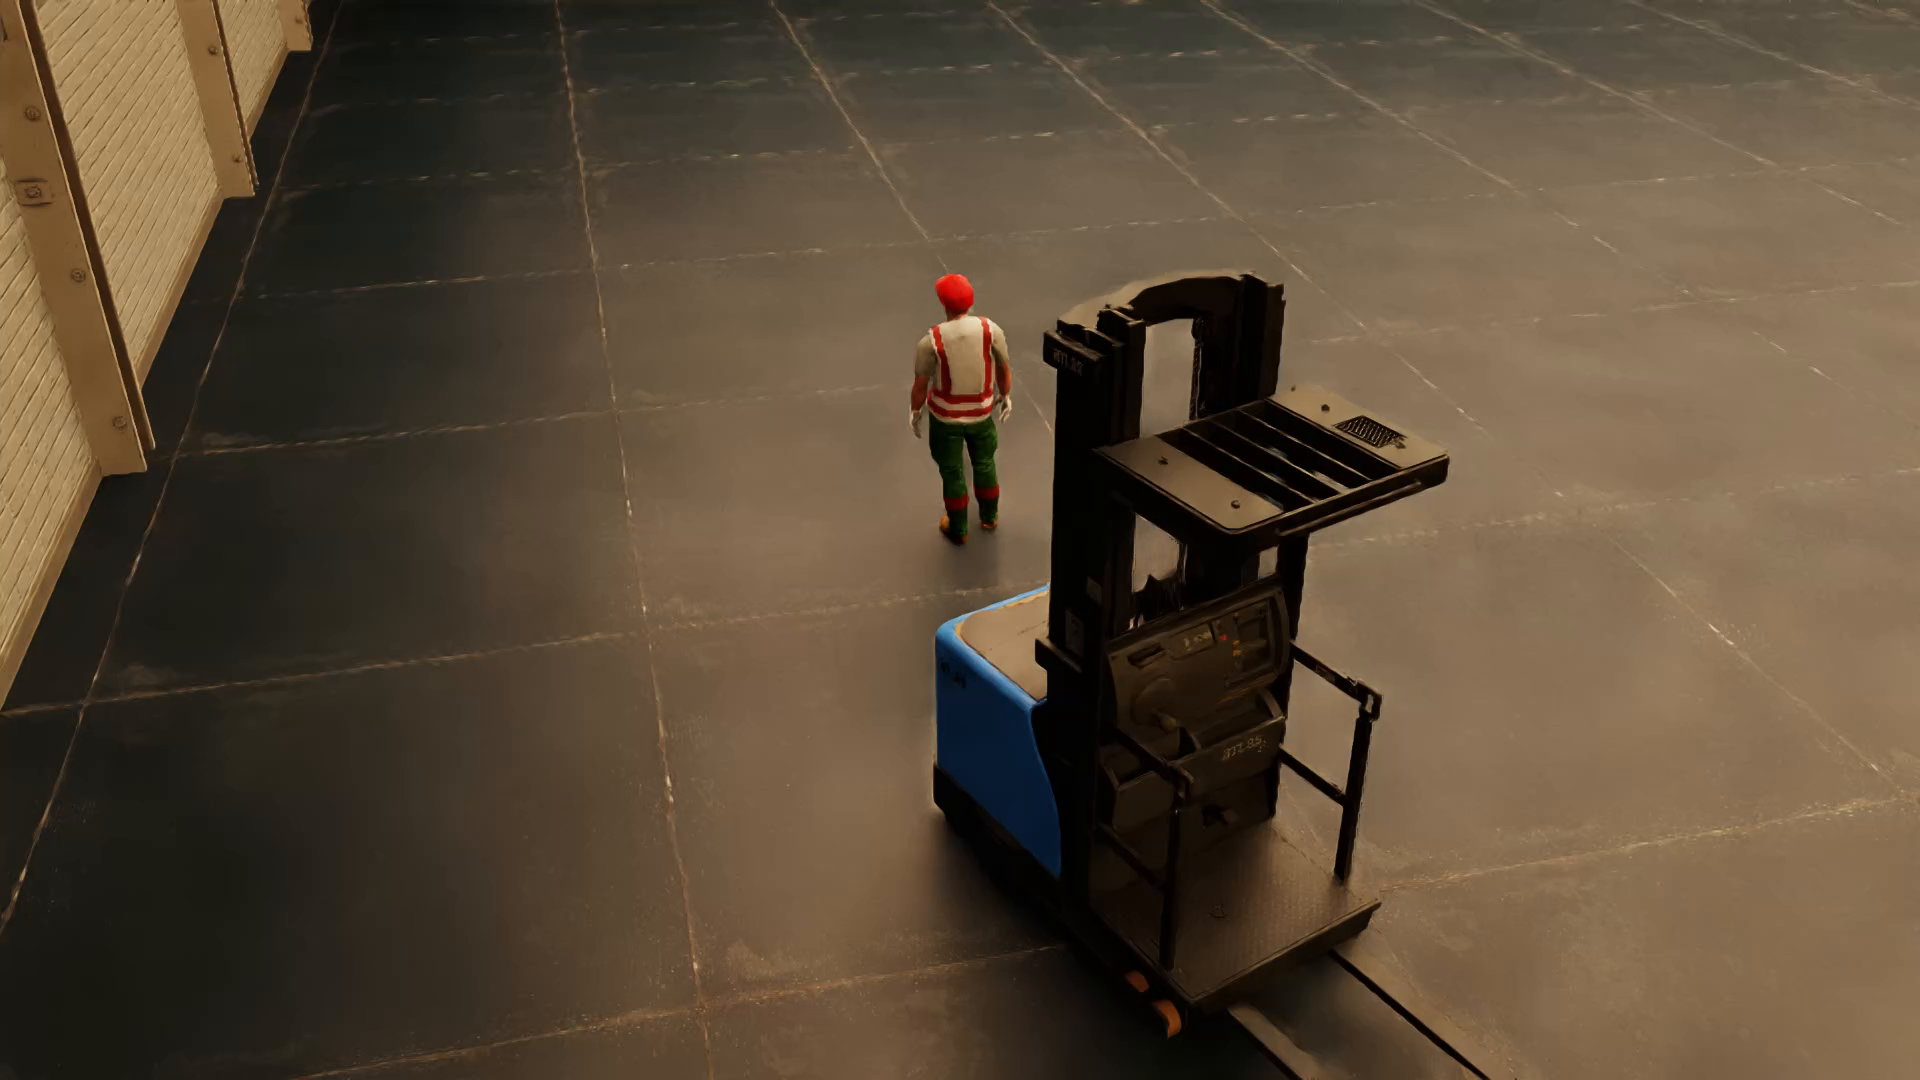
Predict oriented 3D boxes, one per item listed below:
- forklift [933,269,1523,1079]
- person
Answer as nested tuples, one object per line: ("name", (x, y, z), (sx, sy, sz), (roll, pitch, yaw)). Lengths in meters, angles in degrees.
("forklift", (1.105, 0.532, 6.655), (1.130, 2.935, 3.031), (-18, 35, -29))
("person", (-0.008, -0.821, 10.118), (0.637, 1.787, 0.563), (-7, 31, -12))
